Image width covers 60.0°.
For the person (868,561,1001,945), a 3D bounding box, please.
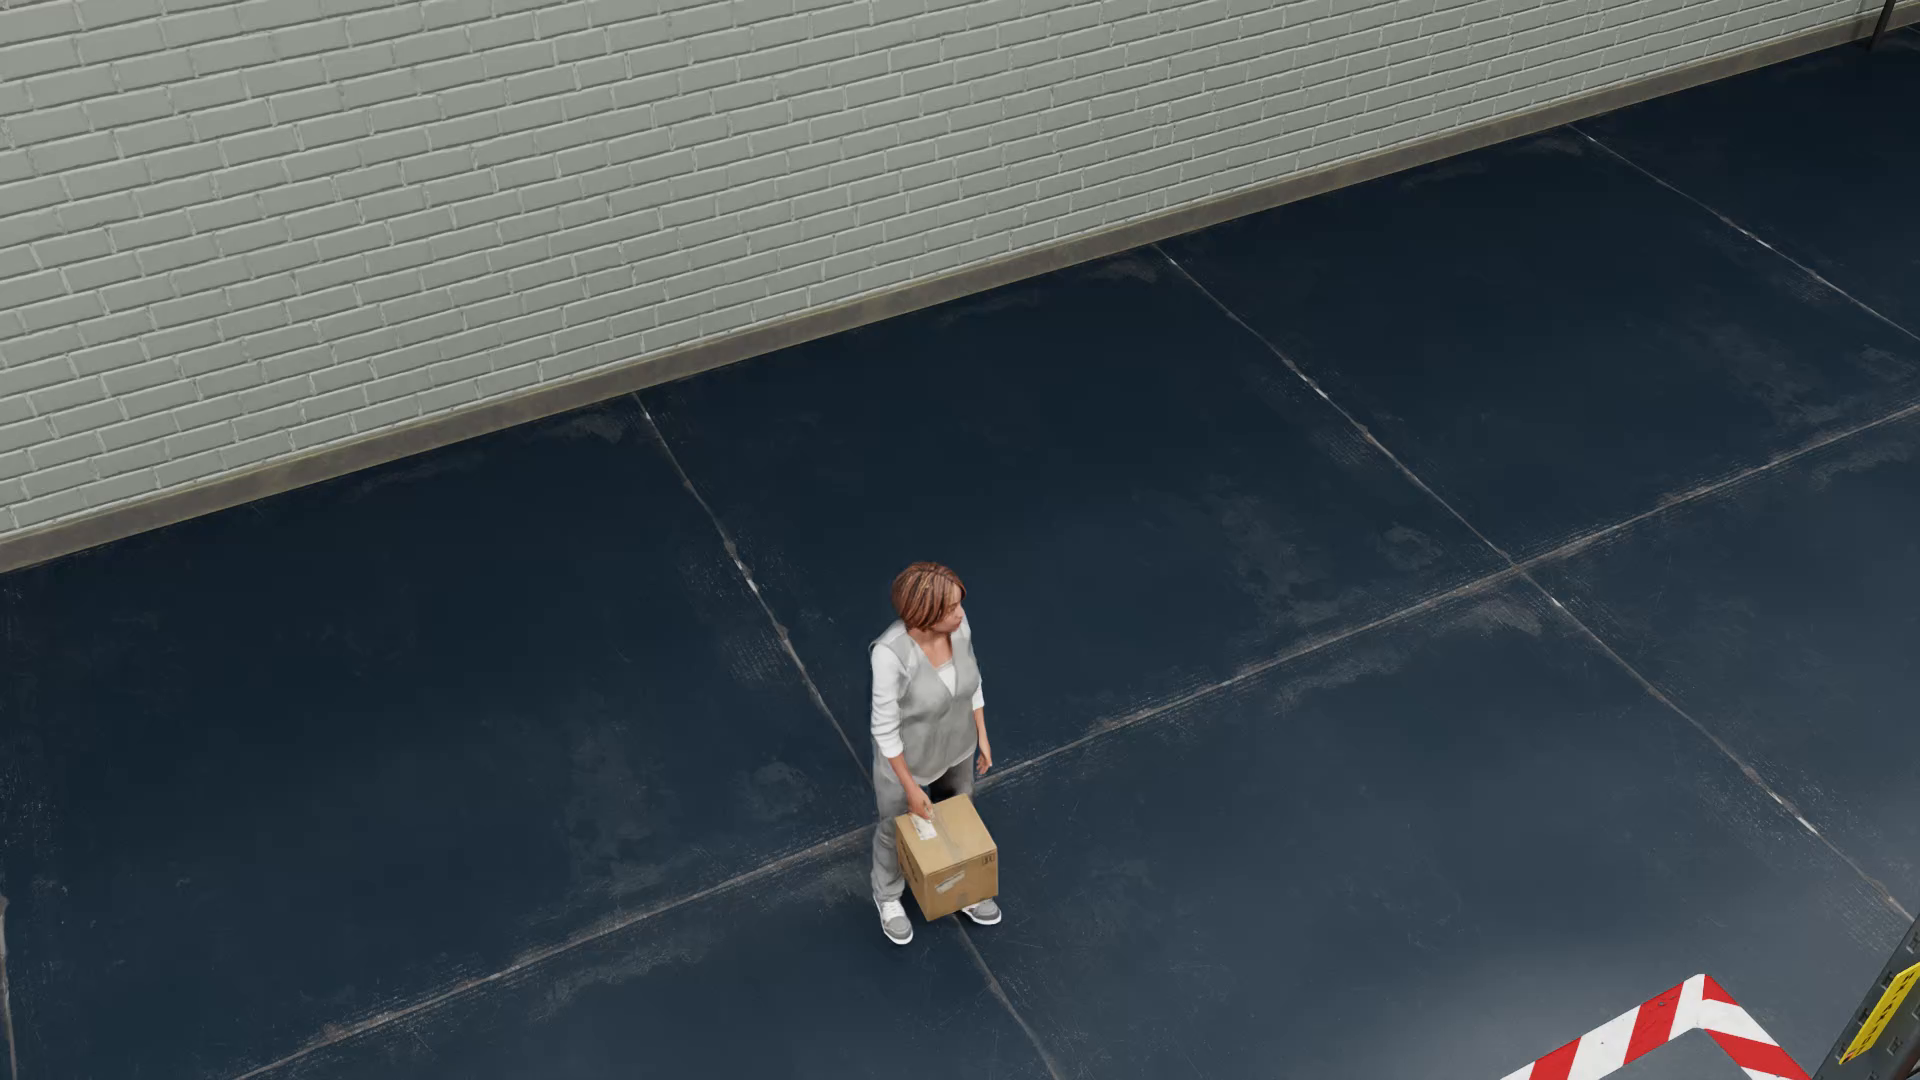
[{"bbox_3d":[-0.086,0.704,5.371,0.438,1.605,0.419,-31,50,-30],"label":"person"}]
